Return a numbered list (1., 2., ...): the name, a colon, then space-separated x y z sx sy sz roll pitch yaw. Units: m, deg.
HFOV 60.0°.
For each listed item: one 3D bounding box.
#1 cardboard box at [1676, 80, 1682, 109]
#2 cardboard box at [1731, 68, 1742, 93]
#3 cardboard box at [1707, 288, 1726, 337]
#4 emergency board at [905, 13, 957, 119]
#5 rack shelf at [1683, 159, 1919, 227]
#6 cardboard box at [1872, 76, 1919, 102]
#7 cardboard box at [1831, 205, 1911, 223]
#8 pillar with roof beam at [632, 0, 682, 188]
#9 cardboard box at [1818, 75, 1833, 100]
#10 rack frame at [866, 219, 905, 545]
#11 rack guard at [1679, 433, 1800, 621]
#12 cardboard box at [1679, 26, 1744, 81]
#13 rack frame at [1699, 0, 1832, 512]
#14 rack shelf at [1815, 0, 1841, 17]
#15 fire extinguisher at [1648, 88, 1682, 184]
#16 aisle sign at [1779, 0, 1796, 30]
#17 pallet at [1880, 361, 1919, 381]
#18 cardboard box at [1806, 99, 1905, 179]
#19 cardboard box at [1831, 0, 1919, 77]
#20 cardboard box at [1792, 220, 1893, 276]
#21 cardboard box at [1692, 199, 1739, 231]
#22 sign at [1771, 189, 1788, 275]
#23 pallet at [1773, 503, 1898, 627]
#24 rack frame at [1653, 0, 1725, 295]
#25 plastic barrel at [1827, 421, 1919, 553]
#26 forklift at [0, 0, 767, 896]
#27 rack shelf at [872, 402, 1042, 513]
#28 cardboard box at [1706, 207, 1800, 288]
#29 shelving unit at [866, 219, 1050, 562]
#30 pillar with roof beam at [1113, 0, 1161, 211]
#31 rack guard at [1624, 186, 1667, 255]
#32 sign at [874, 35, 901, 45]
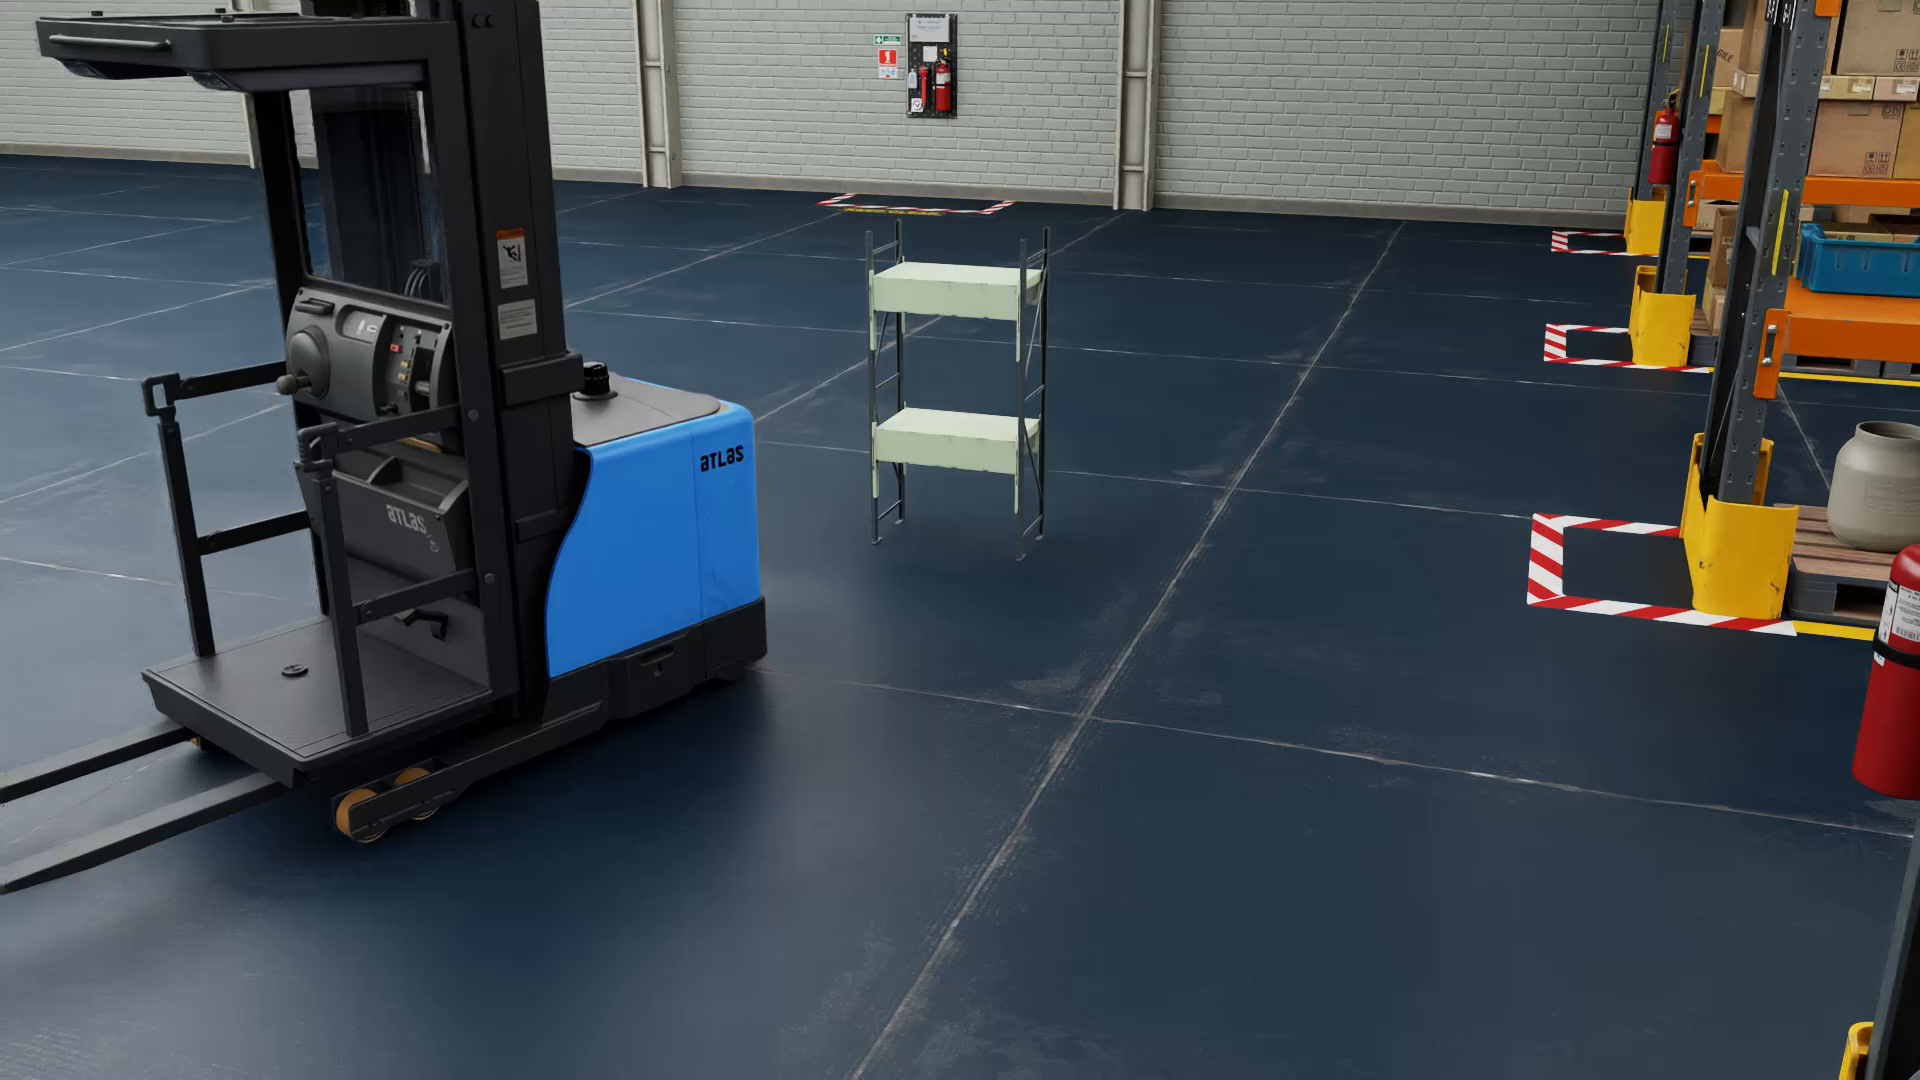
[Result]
1. cardboard box: 7.195 -4.289 16.021 0.500 0.250 0.500 7 20 19
2. cardboard box: 5.491 -3.172 11.481 0.250 0.149 0.380 6 20 17
3. cardboard box: 5.501 -1.573 11.571 0.500 0.250 0.500 7 20 18
4. emergency board: -0.355 -5.461 19.186 0.643 1.169 0.194 7 20 18
5. rack shelf: 6.957 -2.244 11.051 4.000 0.370 1.077 7 20 18
6. cardboard box: 6.090 -2.961 10.877 0.250 0.149 0.380 6 20 17
7. cardboard box: 8.529 -3.109 15.568 0.500 0.500 0.700 5 20 15
8. pillar with roof beam: -5.114 -7.325 15.418 0.400 9.000 9.100 7 20 18
9. cardboard box: 5.618 -3.017 11.036 0.250 0.149 0.380 6 20 17
10. rack frame: -0.352 -0.748 7.945 0.023 1.500 0.400 7 20 18
11. rack guard: 3.525 -0.087 7.565 0.348 0.500 1.175 7 20 18
12. cardboard box: 7.204 -4.649 15.913 0.500 0.500 0.500 6 20 17
13. rack frame: 3.438 -1.260 7.135 0.127 3.000 1.000 7 20 18
14. rack shelf: 5.327 -2.121 6.140 4.000 0.370 1.077 7 20 18
15. fire extinguisher: 5.108 -2.921 12.016 0.183 0.674 0.296 7 20 18
16. aisle sign: 3.274 -2.405 6.468 0.004 0.787 0.394 7 20 18
17. pallet: 6.952 -1.282 11.432 1.213 0.211 1.003 7 20 18
18. cardboard box: 6.002 -2.738 11.221 0.500 0.500 0.700 7 20 19
19. cardboard box: 6.053 -3.345 10.992 0.500 0.500 0.700 6 20 17
20. cardboard box: 5.974 -1.874 11.294 0.500 0.500 0.500 7 20 18
21. cardboard box: 7.313 -3.176 16.047 0.500 0.311 0.500 4 20 12
22. sign: 3.254 -1.221 6.600 0.005 0.325 0.100 7 20 18
23. pallet: 4.291 0.139 7.356 1.213 0.211 1.003 7 20 18
24. rack frame: 5.067 -2.800 11.552 0.127 3.000 1.000 7 20 18
25. plastic barrel: 4.085 -0.237 7.340 0.421 0.512 0.421 0 19 0
26. forklift: -2.100 -0.605 5.359 1.130 2.935 3.031 16 25 38
27. rack shelf: -0.006 -0.401 7.939 0.720 0.370 0.431 7 20 18
28. cardboard box: 5.672 -2.089 11.911 0.500 0.500 0.500 7 20 18
29. shelving unit: -0.006 -0.709 7.831 0.755 1.500 0.431 7 20 18
30. pillar with roof beam: 0.554 -6.677 13.558 0.400 9.000 9.100 7 20 18
31. rack guard: 6.761 -3.152 16.360 0.348 0.500 1.175 7 20 18
32. sign: -0.842 -5.817 19.347 0.331 0.109 0.001 7 20 18
